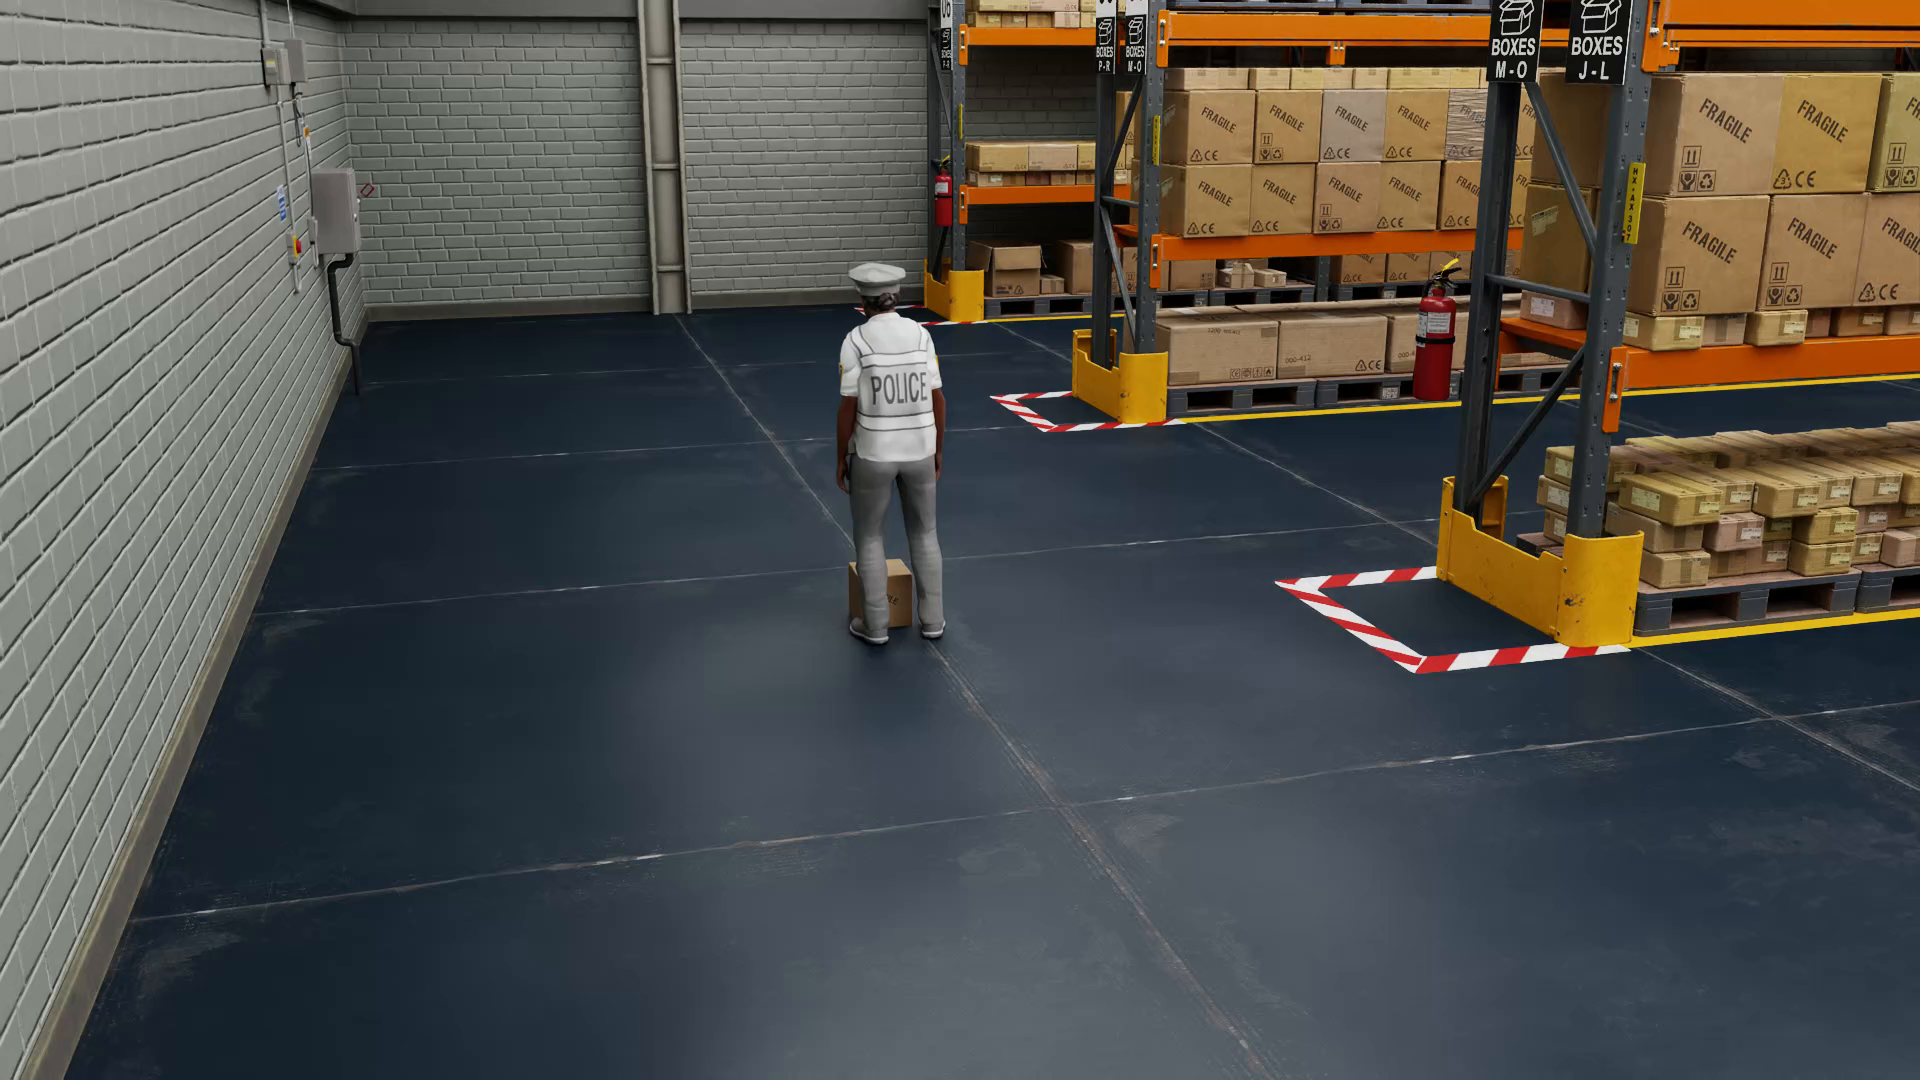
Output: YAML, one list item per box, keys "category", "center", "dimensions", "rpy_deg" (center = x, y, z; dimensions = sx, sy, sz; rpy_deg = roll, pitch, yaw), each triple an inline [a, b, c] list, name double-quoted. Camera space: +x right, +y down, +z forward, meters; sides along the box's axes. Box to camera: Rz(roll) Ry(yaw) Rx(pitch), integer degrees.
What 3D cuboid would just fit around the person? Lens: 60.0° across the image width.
- category: "person"
  center: [-0.293, -0.364, 7.295]
  dimensions: [0.526, 1.658, 0.396]
  rpy_deg: [-6, 17, -19]
